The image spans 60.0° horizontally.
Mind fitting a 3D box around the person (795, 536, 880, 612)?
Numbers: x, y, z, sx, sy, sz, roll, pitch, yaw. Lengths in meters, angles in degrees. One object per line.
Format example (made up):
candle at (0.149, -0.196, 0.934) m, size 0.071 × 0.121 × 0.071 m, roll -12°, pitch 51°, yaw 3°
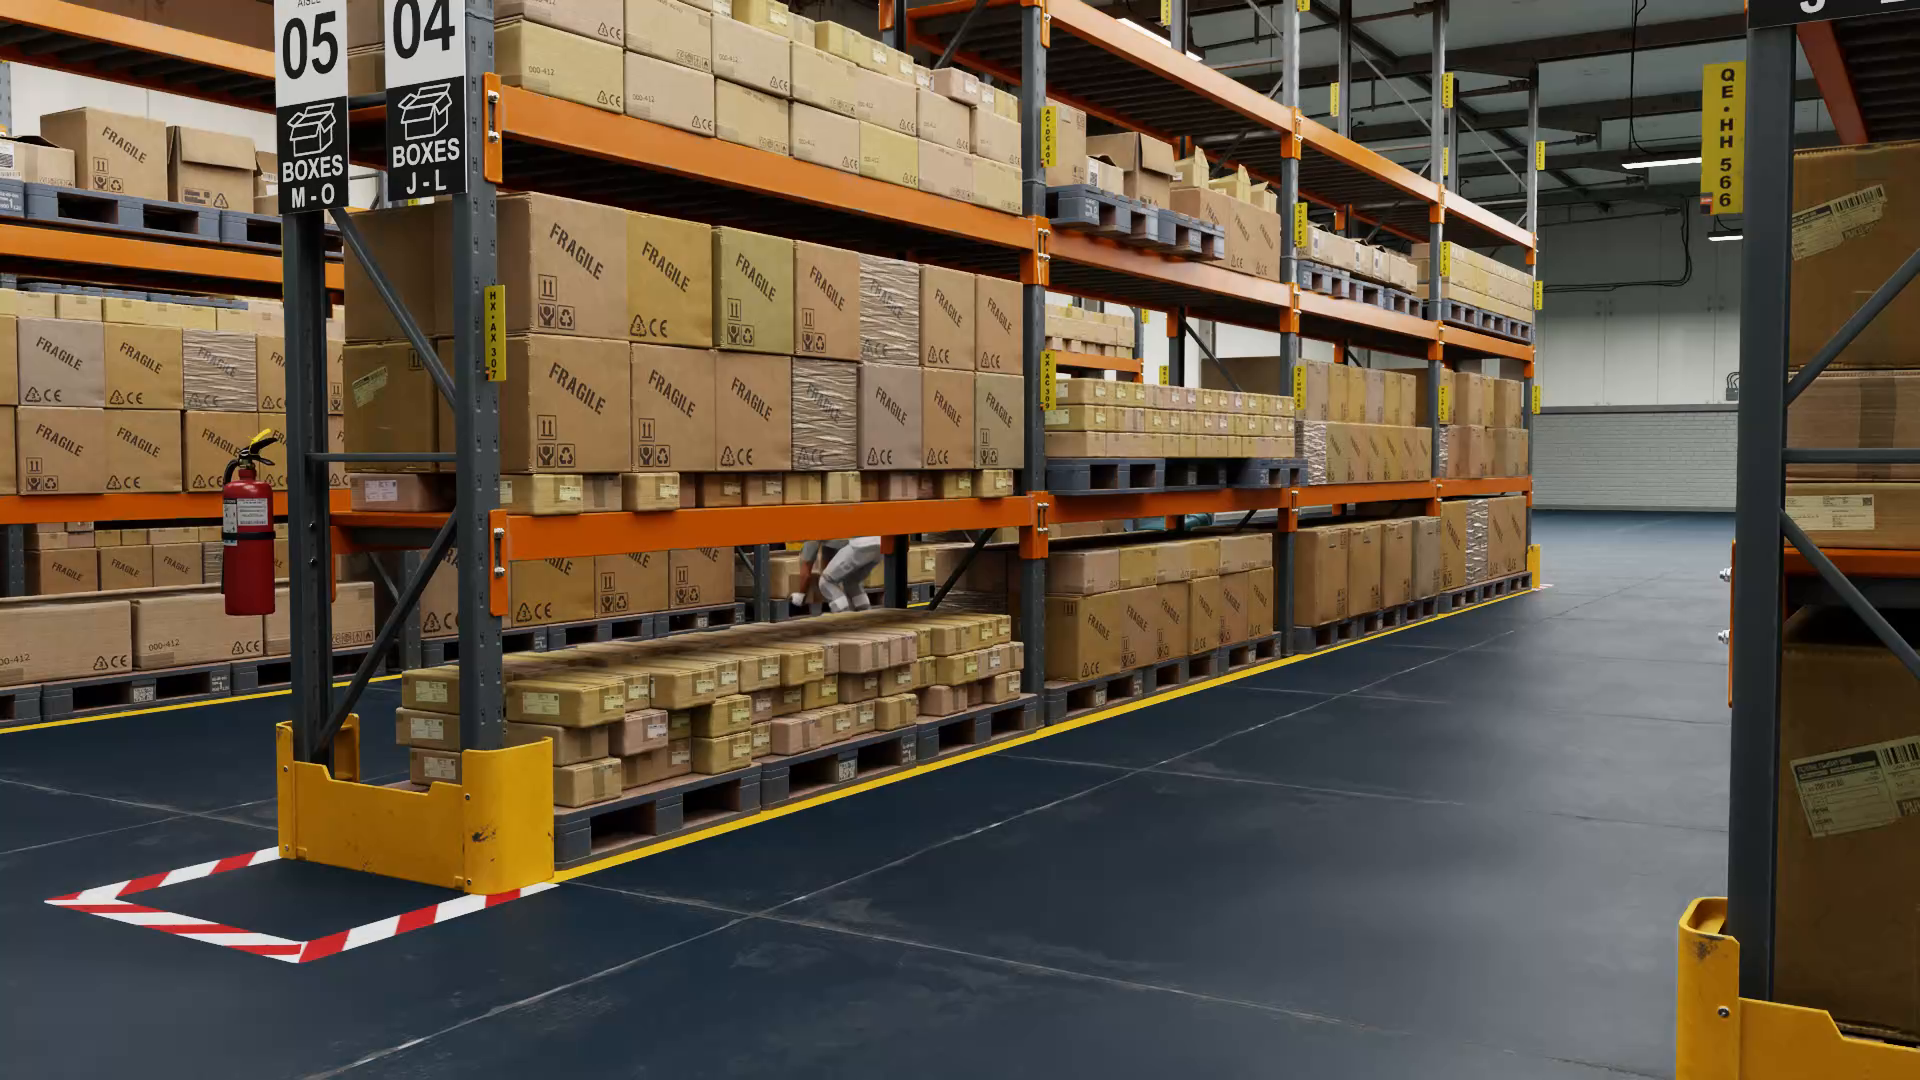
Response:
person at (-1.067, 0.162, 14.052) m, size 0.909 × 1.320 × 0.500 m, roll 2°, pitch 3°, yaw 29°
